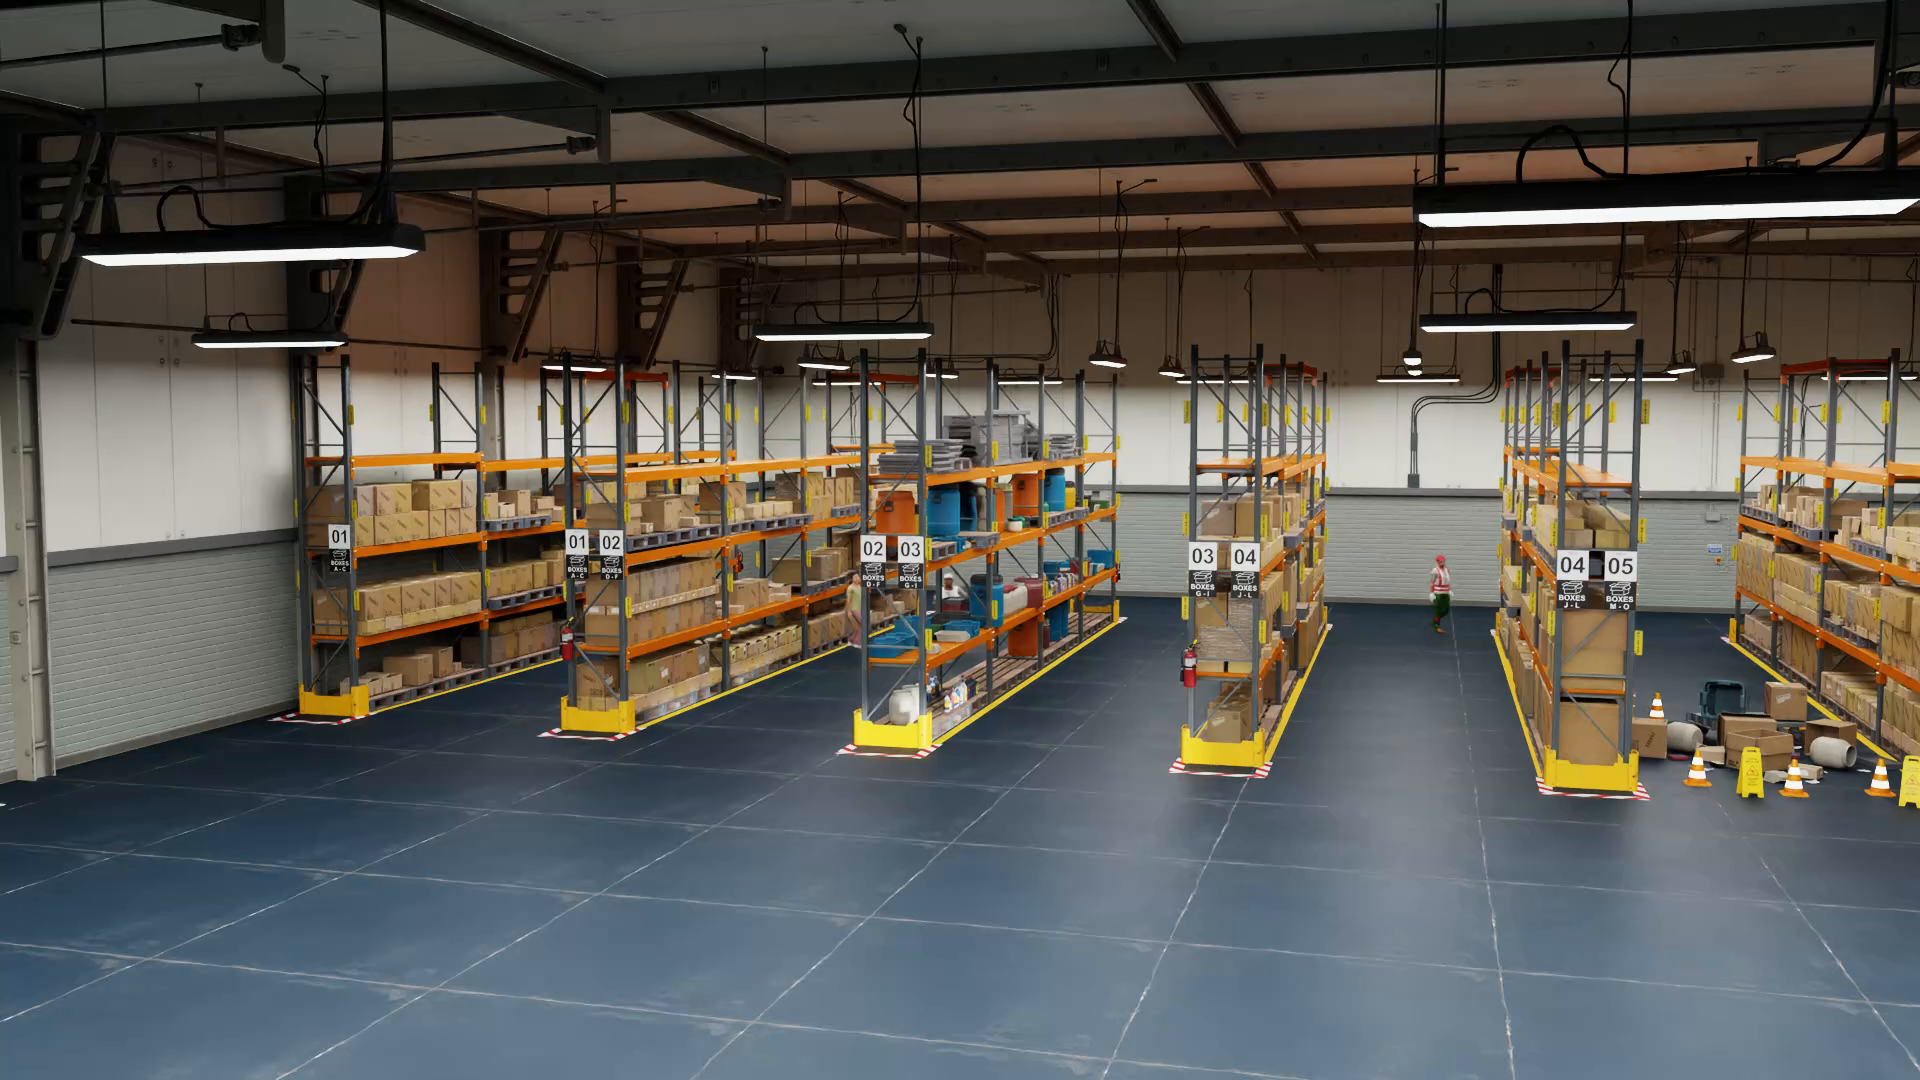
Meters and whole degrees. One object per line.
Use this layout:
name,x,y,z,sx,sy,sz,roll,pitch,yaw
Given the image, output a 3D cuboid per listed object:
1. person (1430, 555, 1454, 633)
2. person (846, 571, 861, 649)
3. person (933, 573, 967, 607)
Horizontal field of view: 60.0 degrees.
person,11.054,1.231,38.377,0.622,1.790,0.509,-2,5,-26
person,-2.050,1.418,33.829,0.543,1.557,0.487,2,5,21
person,-0.249,1.540,33.856,0.631,1.729,0.856,2,5,23
